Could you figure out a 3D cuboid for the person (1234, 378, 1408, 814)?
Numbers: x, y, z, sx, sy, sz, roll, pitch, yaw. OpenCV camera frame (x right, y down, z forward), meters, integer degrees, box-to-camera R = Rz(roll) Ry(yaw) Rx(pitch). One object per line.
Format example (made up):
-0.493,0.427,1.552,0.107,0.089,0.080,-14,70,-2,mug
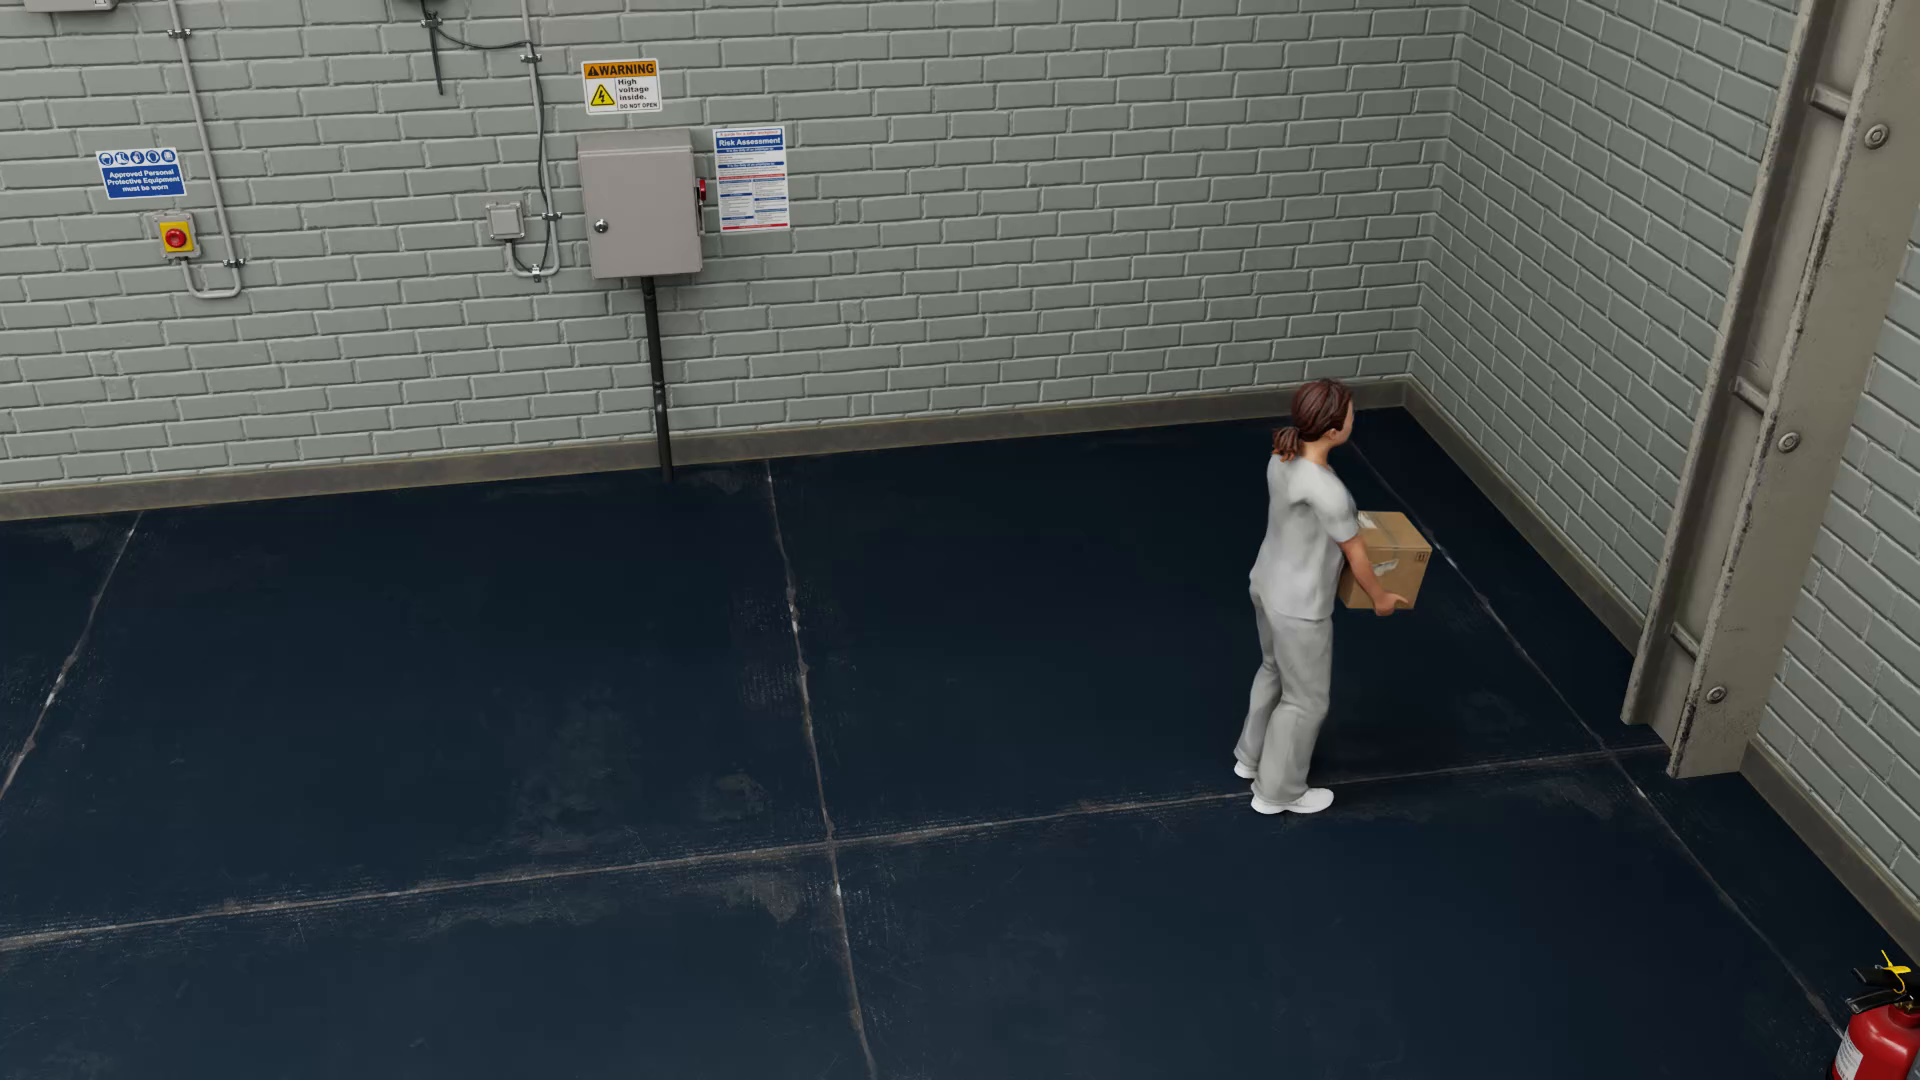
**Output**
1.265,0.197,5.815,0.507,1.669,0.410,-6,31,-10,person
